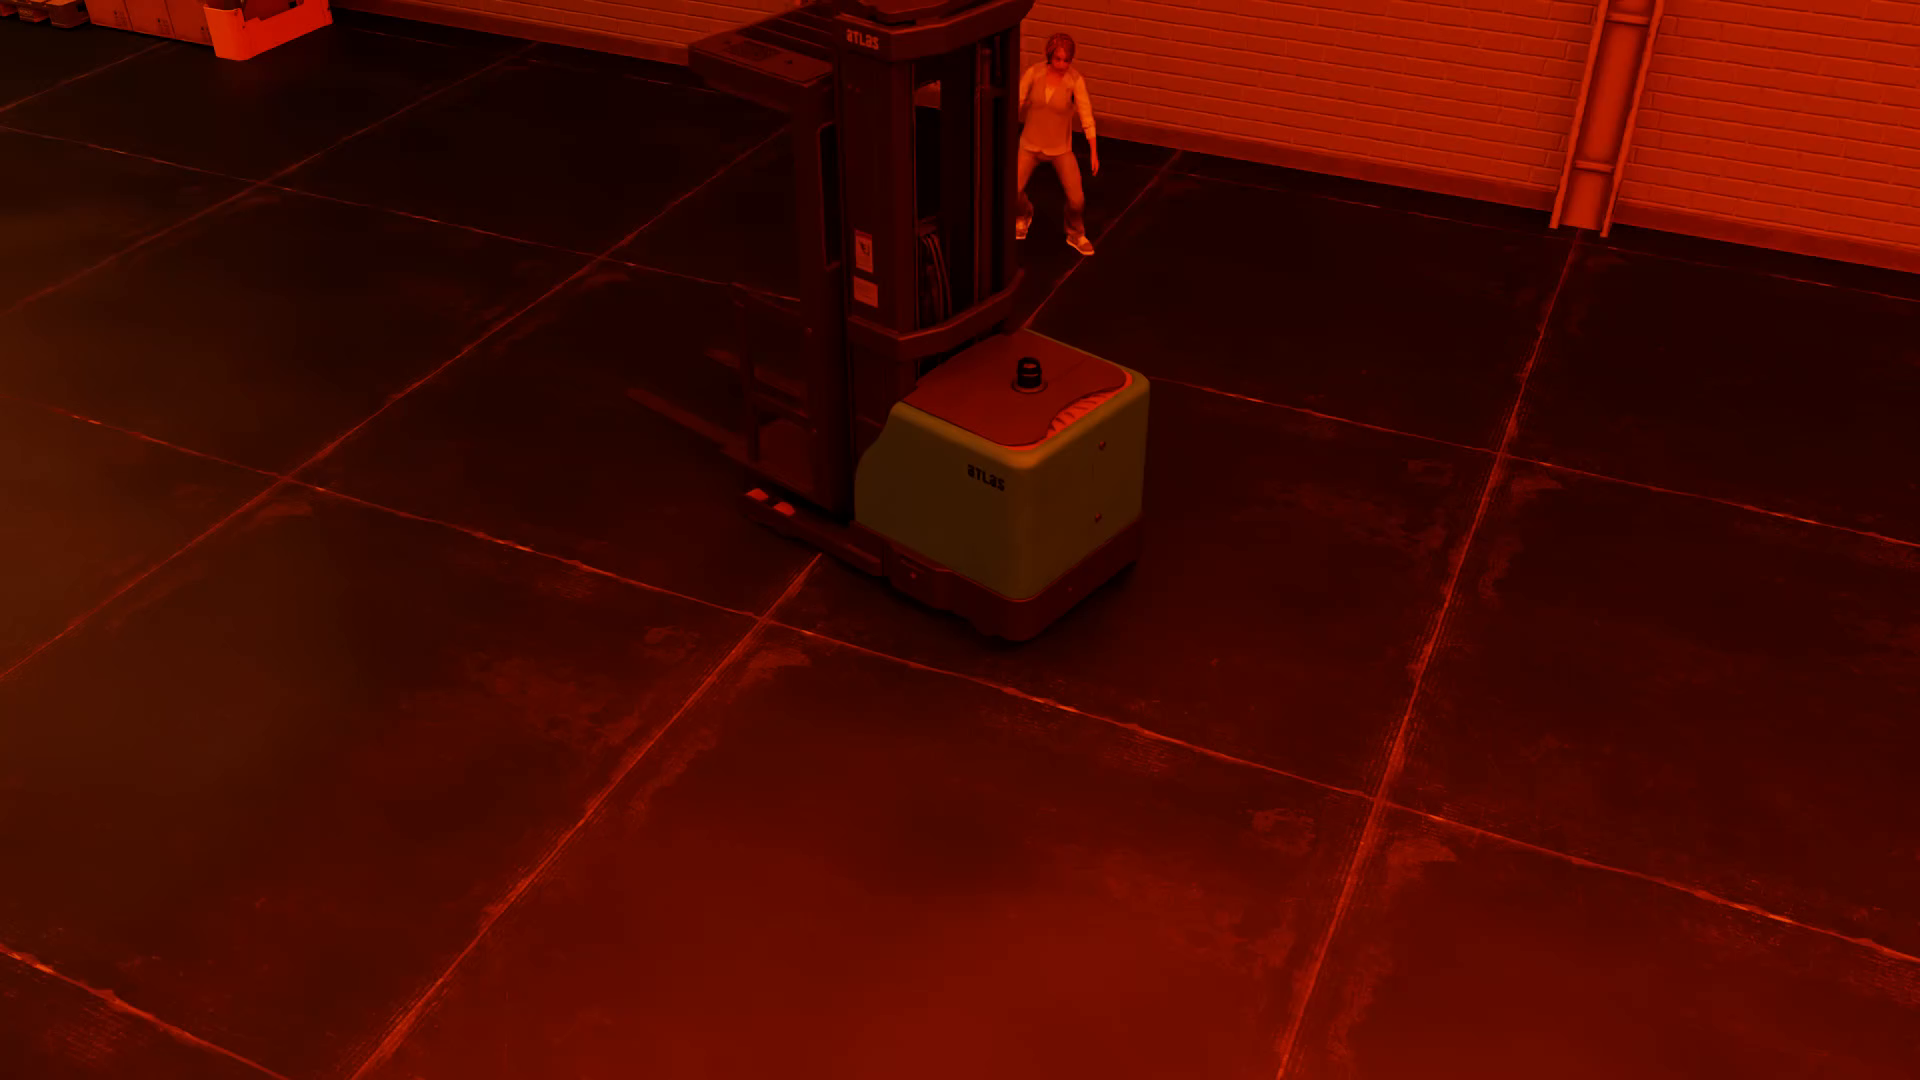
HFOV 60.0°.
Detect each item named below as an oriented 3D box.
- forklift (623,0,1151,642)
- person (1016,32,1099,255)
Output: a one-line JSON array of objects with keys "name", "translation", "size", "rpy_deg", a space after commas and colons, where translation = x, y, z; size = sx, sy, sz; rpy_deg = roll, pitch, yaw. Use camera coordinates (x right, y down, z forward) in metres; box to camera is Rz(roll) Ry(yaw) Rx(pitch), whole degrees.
[{"name": "forklift", "translation": [-0.535, -1.431, 8.092], "size": [3.031, 2.935, 1.130], "rpy_deg": [26, 43, 32]}, {"name": "person", "translation": [0.564, -2.602, 10.970], "size": [0.754, 1.511, 0.452], "rpy_deg": [10, 37, 13]}]
